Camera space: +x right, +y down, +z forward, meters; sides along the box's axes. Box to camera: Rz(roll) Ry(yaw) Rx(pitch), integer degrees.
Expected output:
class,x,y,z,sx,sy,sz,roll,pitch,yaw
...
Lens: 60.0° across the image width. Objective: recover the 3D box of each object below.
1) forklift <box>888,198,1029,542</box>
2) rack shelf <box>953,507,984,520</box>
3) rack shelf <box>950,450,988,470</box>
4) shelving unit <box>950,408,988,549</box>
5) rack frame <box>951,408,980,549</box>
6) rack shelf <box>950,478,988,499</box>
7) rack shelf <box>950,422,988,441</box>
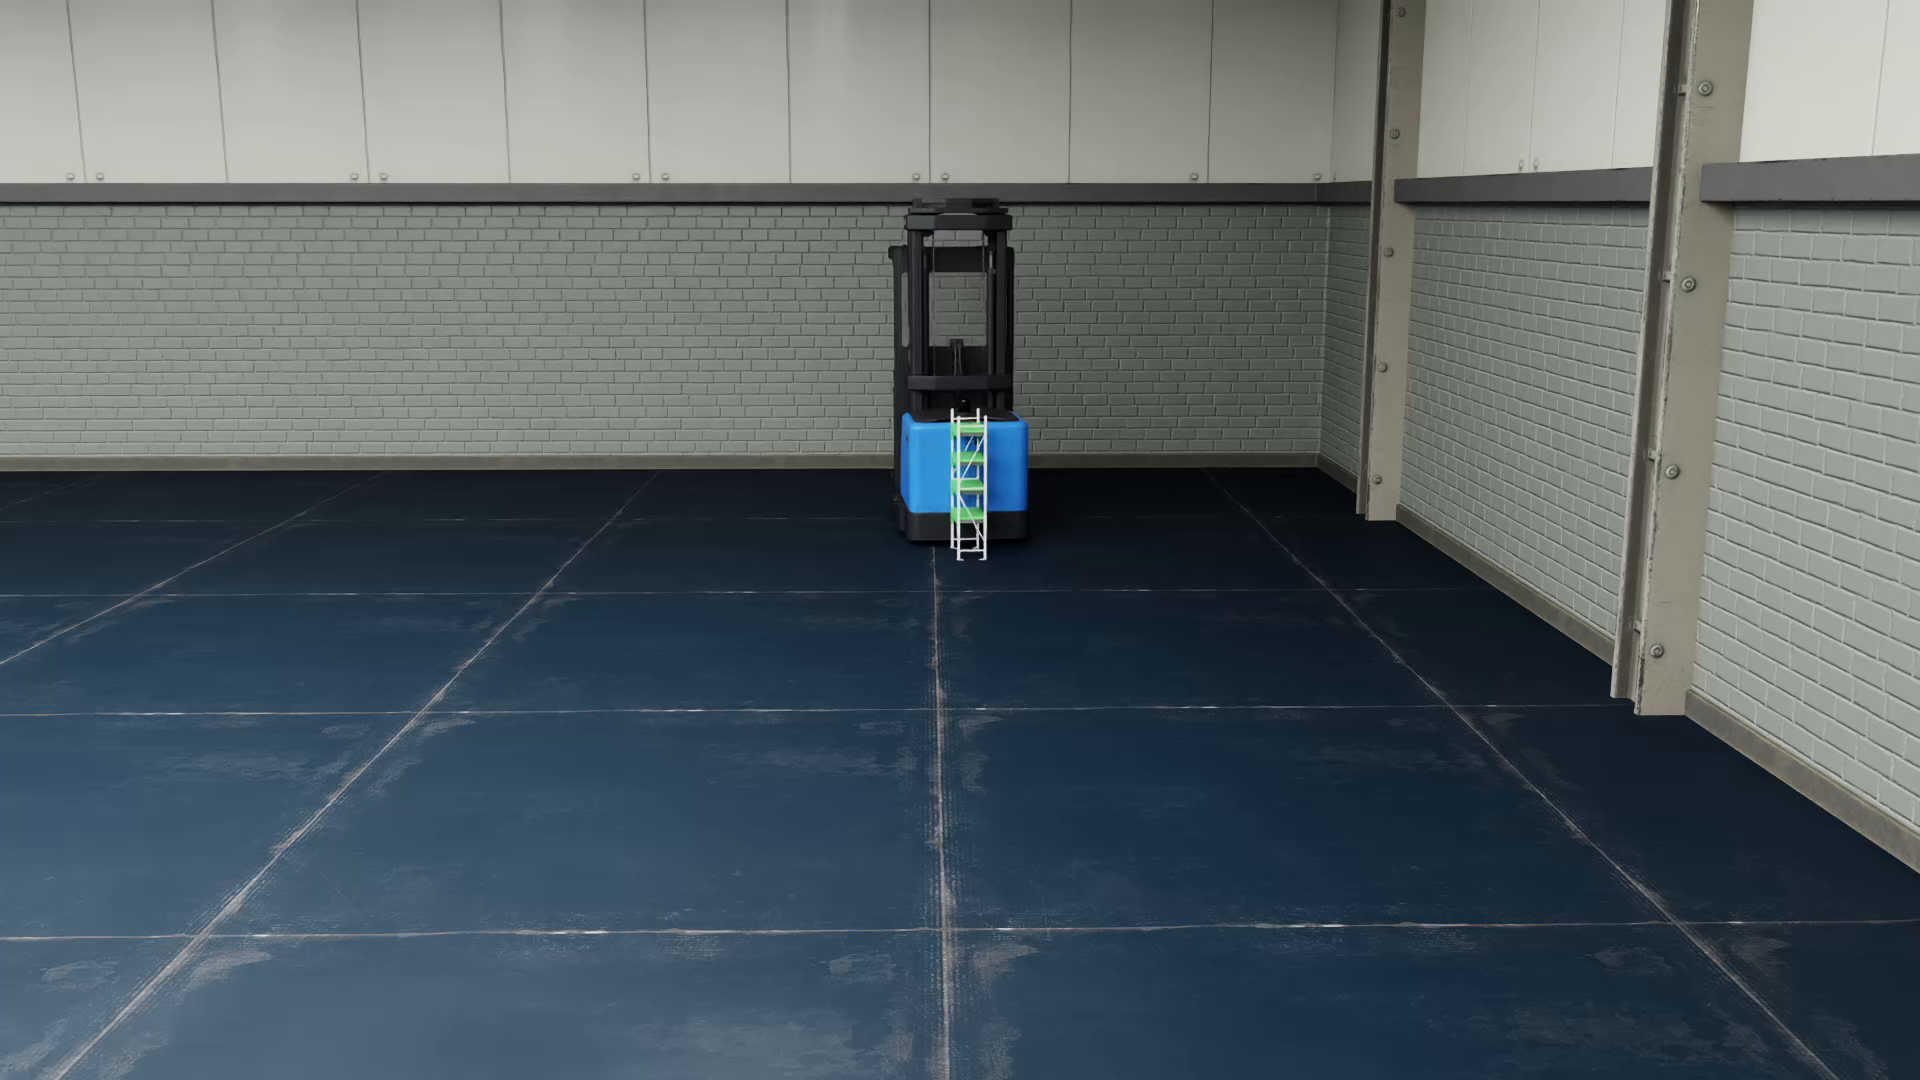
class,x,y,z,sx,sy,sz,roll,pitch,yaw
forklift,-0.084,-1.666,15.398,1.130,2.935,3.031,-1,12,-6
rack shelf,0.072,-0.220,13.887,0.221,0.021,0.457,-1,12,-6
rack shelf,0.072,-0.638,13.803,0.258,0.148,0.480,-1,12,-6
shelving unit,0.071,-0.467,13.843,0.258,1.200,0.492,-1,12,-6
rack frame,0.044,-0.514,14.075,0.240,1.200,0.015,-1,12,-6
rack shelf,0.072,-0.403,13.850,0.258,0.148,0.480,-1,12,-6
rack shelf,0.072,-0.874,13.755,0.258,0.148,0.480,-1,12,-6
